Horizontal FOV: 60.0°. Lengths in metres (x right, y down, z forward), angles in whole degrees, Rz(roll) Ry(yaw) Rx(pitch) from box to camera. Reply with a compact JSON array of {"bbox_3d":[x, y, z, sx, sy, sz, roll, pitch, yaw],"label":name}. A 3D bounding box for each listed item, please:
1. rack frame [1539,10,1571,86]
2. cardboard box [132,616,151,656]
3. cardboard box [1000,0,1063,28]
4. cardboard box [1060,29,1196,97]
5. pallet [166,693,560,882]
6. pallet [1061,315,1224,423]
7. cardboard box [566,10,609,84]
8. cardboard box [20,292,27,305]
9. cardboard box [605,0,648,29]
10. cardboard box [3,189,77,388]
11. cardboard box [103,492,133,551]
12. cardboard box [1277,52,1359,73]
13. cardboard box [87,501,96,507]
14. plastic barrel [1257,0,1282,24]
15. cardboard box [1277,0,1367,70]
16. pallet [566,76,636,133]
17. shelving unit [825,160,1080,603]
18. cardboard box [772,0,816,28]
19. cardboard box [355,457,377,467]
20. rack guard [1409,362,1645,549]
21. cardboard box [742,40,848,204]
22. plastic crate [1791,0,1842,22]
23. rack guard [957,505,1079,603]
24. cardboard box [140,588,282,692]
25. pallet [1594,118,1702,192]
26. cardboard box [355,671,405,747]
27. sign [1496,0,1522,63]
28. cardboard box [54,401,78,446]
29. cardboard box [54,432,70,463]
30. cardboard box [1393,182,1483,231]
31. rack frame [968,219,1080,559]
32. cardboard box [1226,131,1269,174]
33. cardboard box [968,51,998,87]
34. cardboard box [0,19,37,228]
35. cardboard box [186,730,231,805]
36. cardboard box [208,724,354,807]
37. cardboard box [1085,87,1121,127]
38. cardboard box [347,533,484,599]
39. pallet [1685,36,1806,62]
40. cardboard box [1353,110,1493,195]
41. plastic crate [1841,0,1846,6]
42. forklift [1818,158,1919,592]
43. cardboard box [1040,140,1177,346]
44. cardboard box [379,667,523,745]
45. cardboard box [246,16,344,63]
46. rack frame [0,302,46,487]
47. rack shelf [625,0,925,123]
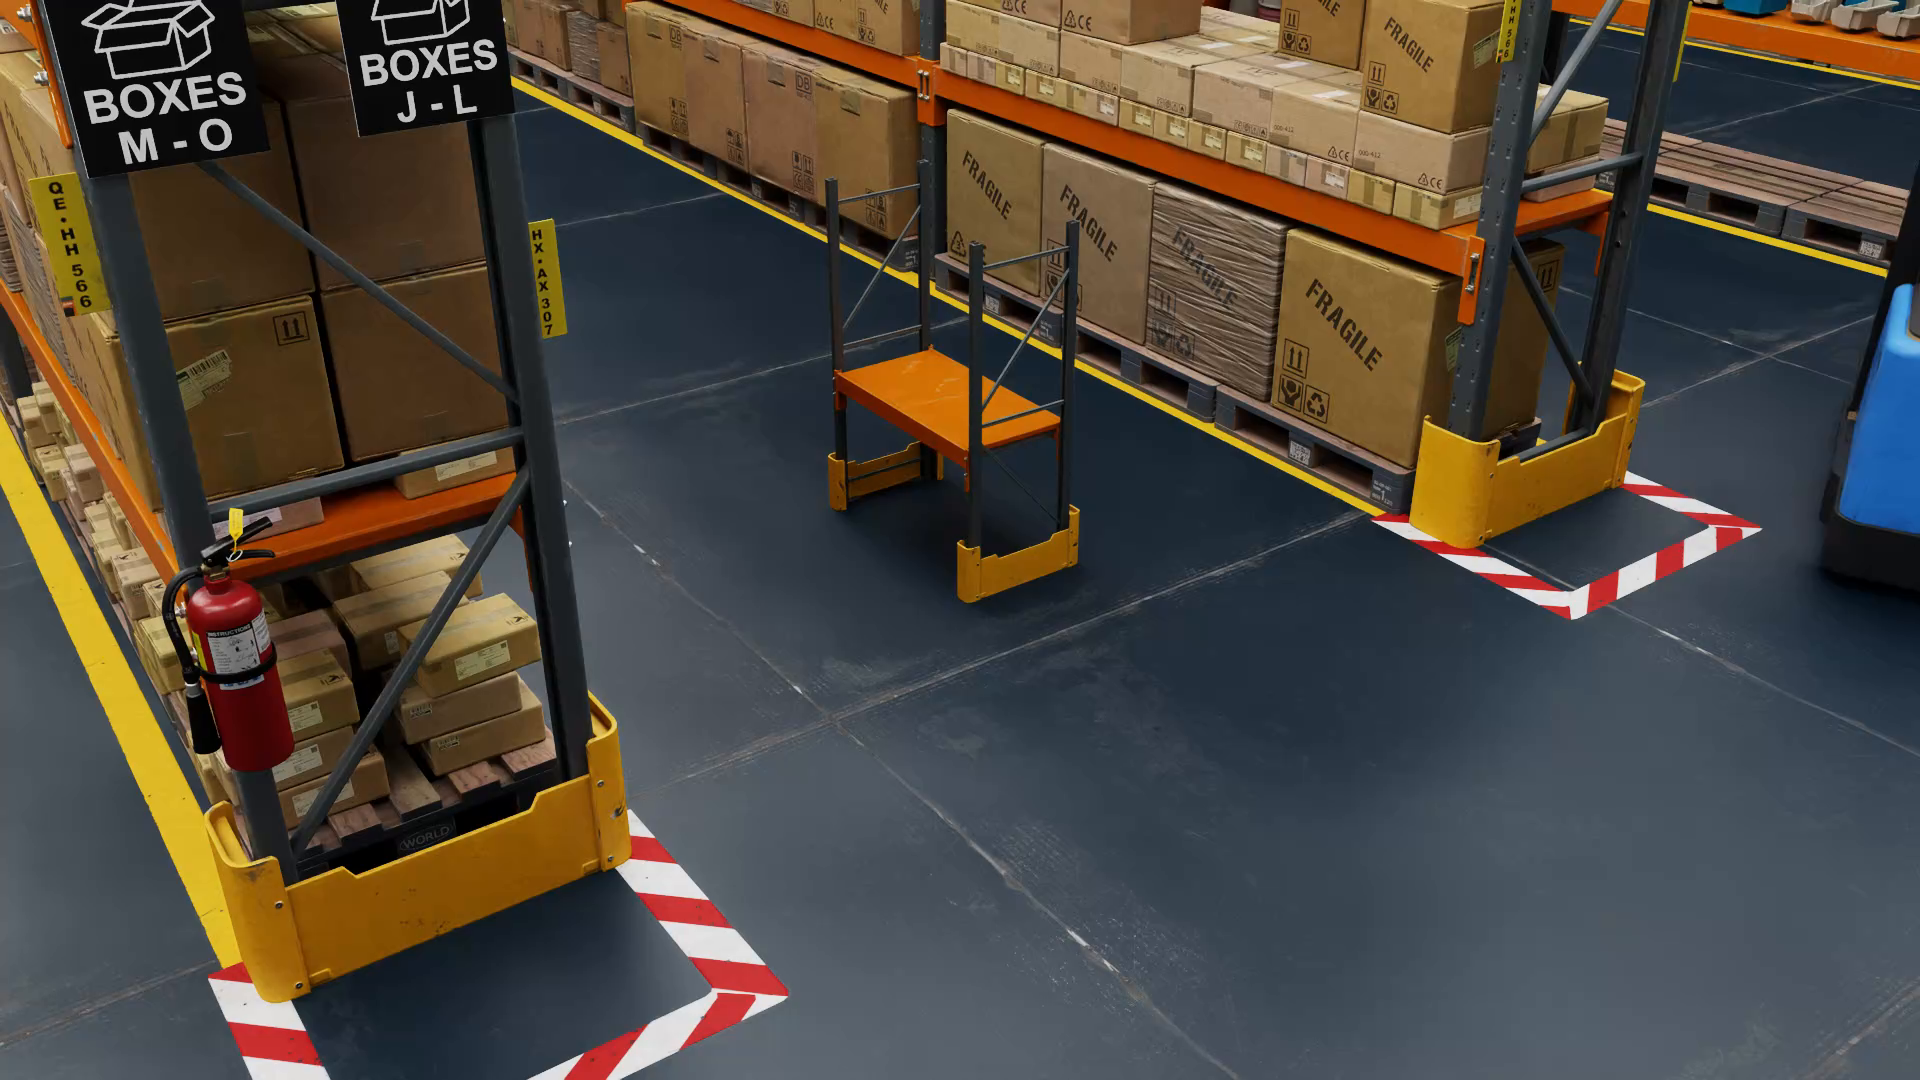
[{"bbox_3d":[4.246,-4.430,12.263,1.000,3.000,0.127,-19,34,-31],"label":"rack frame"},{"bbox_3d":[-2.720,0.242,5.896,0.380,0.149,0.250,-18,33,-30],"label":"cardboard box"},{"bbox_3d":[0.560,-3.002,8.695,0.500,0.500,0.500,-19,34,-31],"label":"cardboard box"},{"bbox_3d":[0.860,-2.474,8.507,0.500,0.250,0.500,-18,33,-29],"label":"cardboard box"},{"bbox_3d":[-2.054,0.701,5.739,1.003,0.211,1.213,-19,34,-31],"label":"pallet"},{"bbox_3d":[1.301,-1.041,8.946,1.003,0.211,1.213,-19,34,-31],"label":"pallet"},{"bbox_3d":[-2.846,-4.175,13.953,0.700,0.500,0.500,-22,35,-35],"label":"cardboard box"},{"bbox_3d":[-3.336,-1.021,6.250,0.380,0.149,0.250,-18,33,-30],"label":"cardboard box"},{"bbox_3d":[-2.522,-4.290,13.379,0.500,0.250,0.500,-17,33,-29],"label":"cardboard box"},{"bbox_3d":[-2.634,-0.844,5.244,0.500,0.500,0.500,-19,34,-30],"label":"cardboard box"},{"bbox_3d":[-2.971,-0.112,6.237,0.380,0.149,0.250,-19,34,-30],"label":"cardboard box"},{"bbox_3d":[1.878,-2.226,8.052,0.500,0.250,0.500,-20,34,-32],"label":"cardboard box"},{"bbox_3d":[-3.409,-0.155,6.940,0.380,0.149,0.250,-20,34,-32],"label":"cardboard box"},{"bbox_3d":[2.879,-4.485,14.452,0.600,0.588,0.708,-19,34,-31],"label":"plastic barrel"},{"bbox_3d":[1.878,-2.553,7.868,0.500,0.500,0.500,-20,34,-32],"label":"cardboard box"},{"bbox_3d":[-2.561,-3.692,13.828,1.003,0.211,1.213,-19,34,-31],"label":"pallet"},{"bbox_3d":[-0.044,-0.689,6.947,0.587,1.500,1.083,-19,34,-31],"label":"shelving unit"},{"bbox_3d":[-0.872,-3.604,10.638,0.500,0.500,0.500,-19,34,-31],"label":"cardboard box"},{"bbox_3d":[-1.670,-0.363,5.039,0.380,0.149,0.250,-17,33,-29],"label":"cardboard box"},{"bbox_3d":[2.546,-0.396,7.455,1.175,0.500,0.348,-19,34,-31],"label":"rack guard"},{"bbox_3d":[-0.695,-2.900,11.233,1.225,0.875,0.875,-20,34,-32],"label":"cardboard box"},{"bbox_3d":[5.421,-3.380,10.544,0.298,0.136,0.250,-19,34,-31],"label":"plastic crate"},{"bbox_3d":[0.245,0.054,6.888,0.587,0.250,0.087,-19,34,-31],"label":"rack guard"},{"bbox_3d":[-2.433,0.322,5.437,0.380,0.149,0.250,-20,34,-32],"label":"cardboard box"},{"bbox_3d":[4.704,-2.929,12.422,1.003,0.211,1.213,-19,34,-31],"label":"pallet"},{"bbox_3d":[-1.829,0.527,5.683,0.380,0.149,0.250,-19,34,-31],"label":"cardboard box"},{"bbox_3d":[2.082,-1.972,6.276,0.100,0.325,0.005,-19,34,-31],"label":"sign"},{"bbox_3d":[-3.558,-0.518,6.985,0.380,0.149,0.250,-19,34,-31],"label":"cardboard box"},{"bbox_3d":[-3.718,-0.484,7.234,0.380,0.149,0.250,-19,34,-30],"label":"cardboard box"},{"bbox_3d":[2.057,-1.440,7.022,0.380,0.149,0.250,-18,33,-30],"label":"cardboard box"},{"bbox_3d":[0.245,-0.495,6.589,0.500,1.500,0.032,-19,34,-31],"label":"rack frame"},{"bbox_3d":[1.463,-1.837,7.753,0.380,0.149,0.250,-20,34,-32],"label":"cardboard box"},{"bbox_3d":[0.264,-2.639,9.229,0.380,0.149,0.250,-20,34,-32],"label":"cardboard box"},{"bbox_3d":[-2.638,-1.289,5.017,0.500,0.500,0.500,-17,33,-28],"label":"cardboard box"},{"bbox_3d":[-2.274,0.680,5.402,0.380,0.149,0.250,-18,33,-29],"label":"cardboard box"},{"bbox_3d":[-2.106,0.642,5.161,0.380,0.149,0.250,-20,34,-32],"label":"cardboard box"},{"bbox_3d":[0.864,-2.237,8.490,0.380,0.149,0.250,-18,33,-30],"label":"cardboard box"},{"bbox_3d":[-1.894,0.132,5.787,0.380,0.149,0.250,-19,34,-31],"label":"cardboard box"},{"bbox_3d":[7.780,-4.880,16.014,1.003,0.211,1.213,-19,34,-31],"label":"pallet"},{"bbox_3d":[2.034,-1.683,7.052,0.500,0.250,0.500,-19,34,-31],"label":"cardboard box"},{"bbox_3d":[5.753,-3.643,10.927,0.416,0.233,0.300,-19,34,-31],"label":"plastic crate"},{"bbox_3d":[4.737,-1.613,7.150,1.130,2.935,3.031,15,32,25],"label":"forklift"},{"bbox_3d":[1.051,-1.681,8.988,0.875,0.875,0.875,-19,34,-31],"label":"cardboard box"},{"bbox_3d":[-1.662,0.493,5.434,0.380,0.149,0.250,-17,33,-29],"label":"cardboard box"},{"bbox_3d":[-1.909,-1.226,4.901,0.500,0.500,0.500,-18,33,-29],"label":"cardboard box"},{"bbox_3d":[-3.887,-1.725,7.283,1.000,3.000,0.127,-19,34,-31],"label":"rack frame"},{"bbox_3d":[-0.949,-3.520,11.342,1.077,0.370,4.000,-19,34,-31],"label":"rack shelf"}]
